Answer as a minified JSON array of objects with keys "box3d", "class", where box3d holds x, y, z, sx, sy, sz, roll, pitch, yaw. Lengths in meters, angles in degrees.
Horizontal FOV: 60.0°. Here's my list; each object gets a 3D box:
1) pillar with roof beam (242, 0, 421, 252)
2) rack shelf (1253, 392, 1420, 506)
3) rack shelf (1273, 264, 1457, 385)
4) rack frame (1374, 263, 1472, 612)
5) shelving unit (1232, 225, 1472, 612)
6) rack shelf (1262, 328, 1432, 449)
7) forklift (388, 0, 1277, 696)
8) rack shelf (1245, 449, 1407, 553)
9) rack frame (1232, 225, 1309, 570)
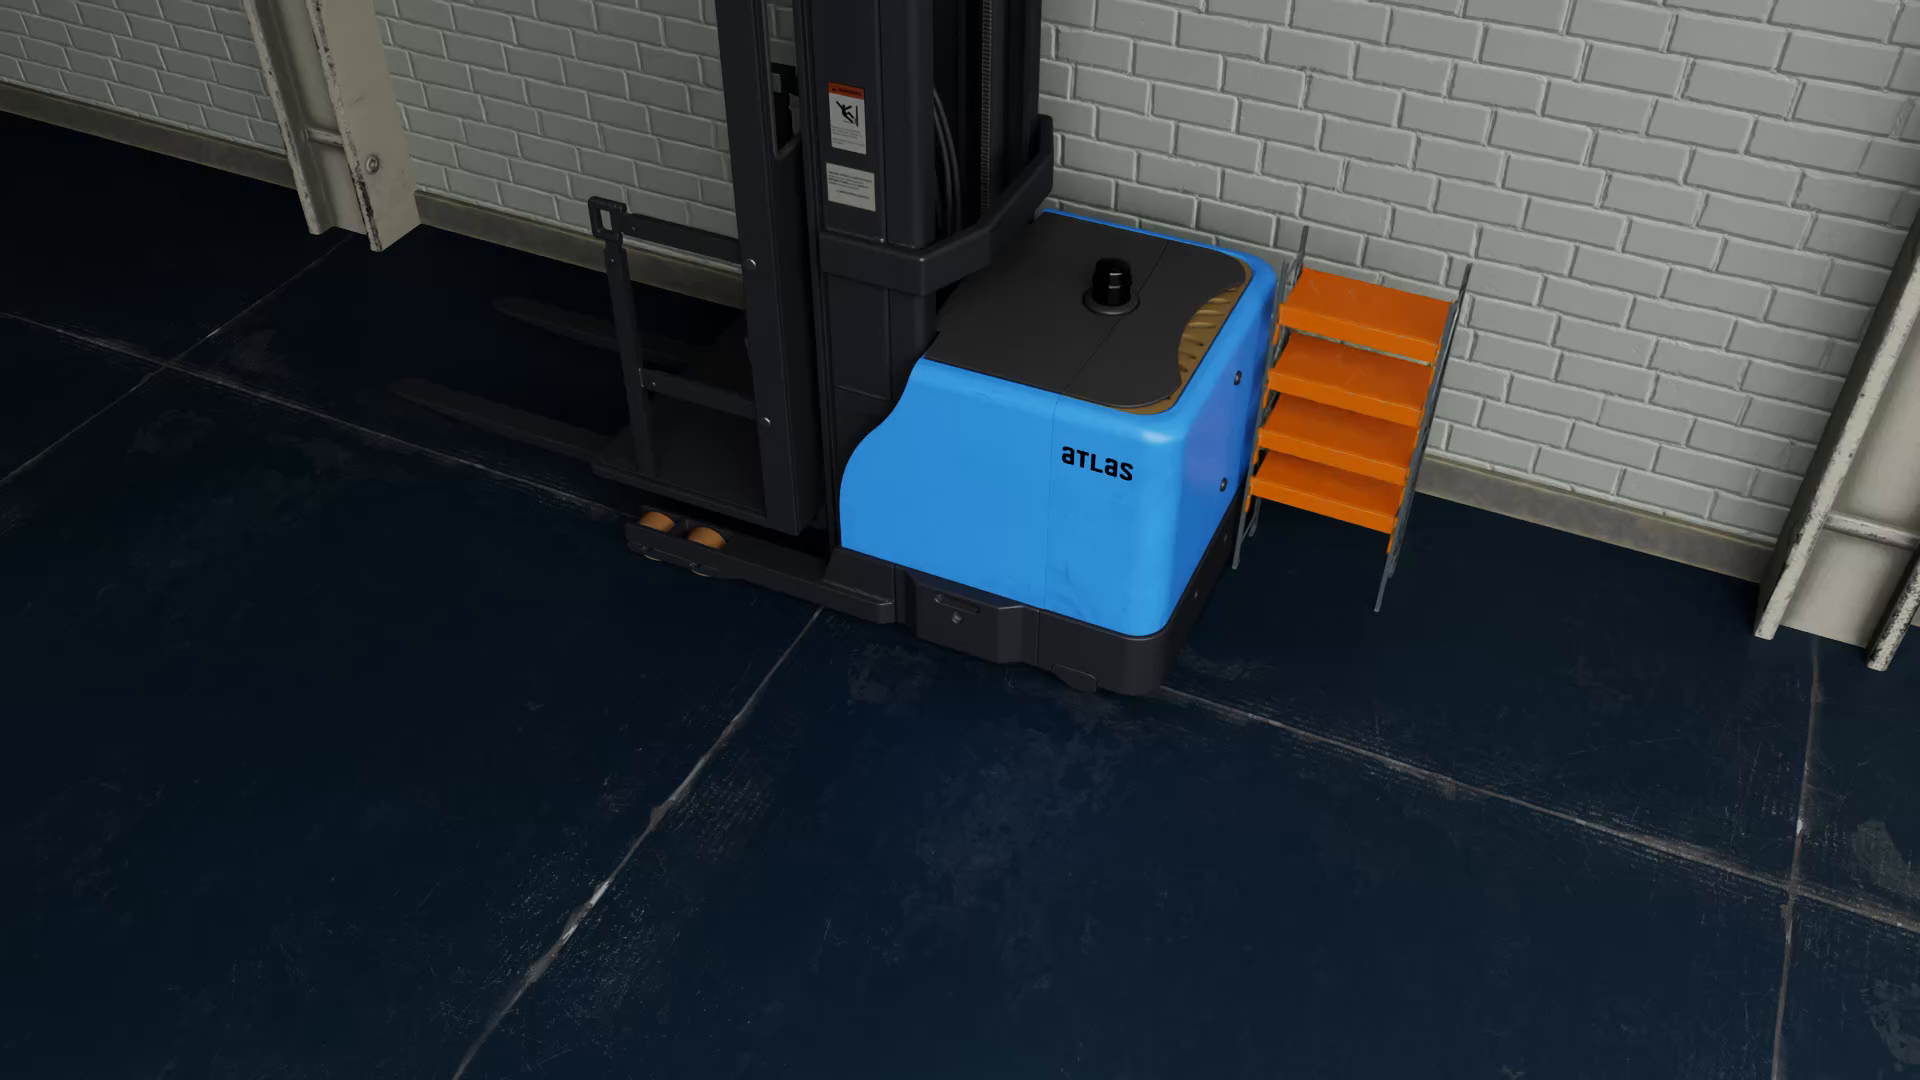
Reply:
[{"box3d":[-4.440,-2.235,1.458,0.400,9.000,9.100,17,44,19],"class":"pillar with roof beam"},{"box3d":[1.206,-0.304,5.280,0.480,0.148,0.258,17,44,18],"class":"rack shelf"},{"box3d":[1.213,-0.649,4.977,0.480,0.148,0.258,17,44,18],"class":"rack shelf"},{"box3d":[1.429,-0.285,5.162,0.015,1.200,0.240,17,44,18],"class":"rack frame"},{"box3d":[1.207,-0.354,5.236,0.503,1.200,0.258,17,44,18],"class":"shelving unit"},{"box3d":[1.209,-0.472,5.133,0.480,0.148,0.258,17,44,18],"class":"rack shelf"},{"box3d":[-0.572,-1.280,4.989,3.031,2.935,1.130,17,44,18],"class":"forklift"},{"box3d":[1.203,-0.155,5.411,0.480,0.148,0.258,17,44,18],"class":"rack shelf"},{"box3d":[0.985,-0.423,5.309,0.015,1.200,0.240,17,44,18],"class":"rack frame"}]
